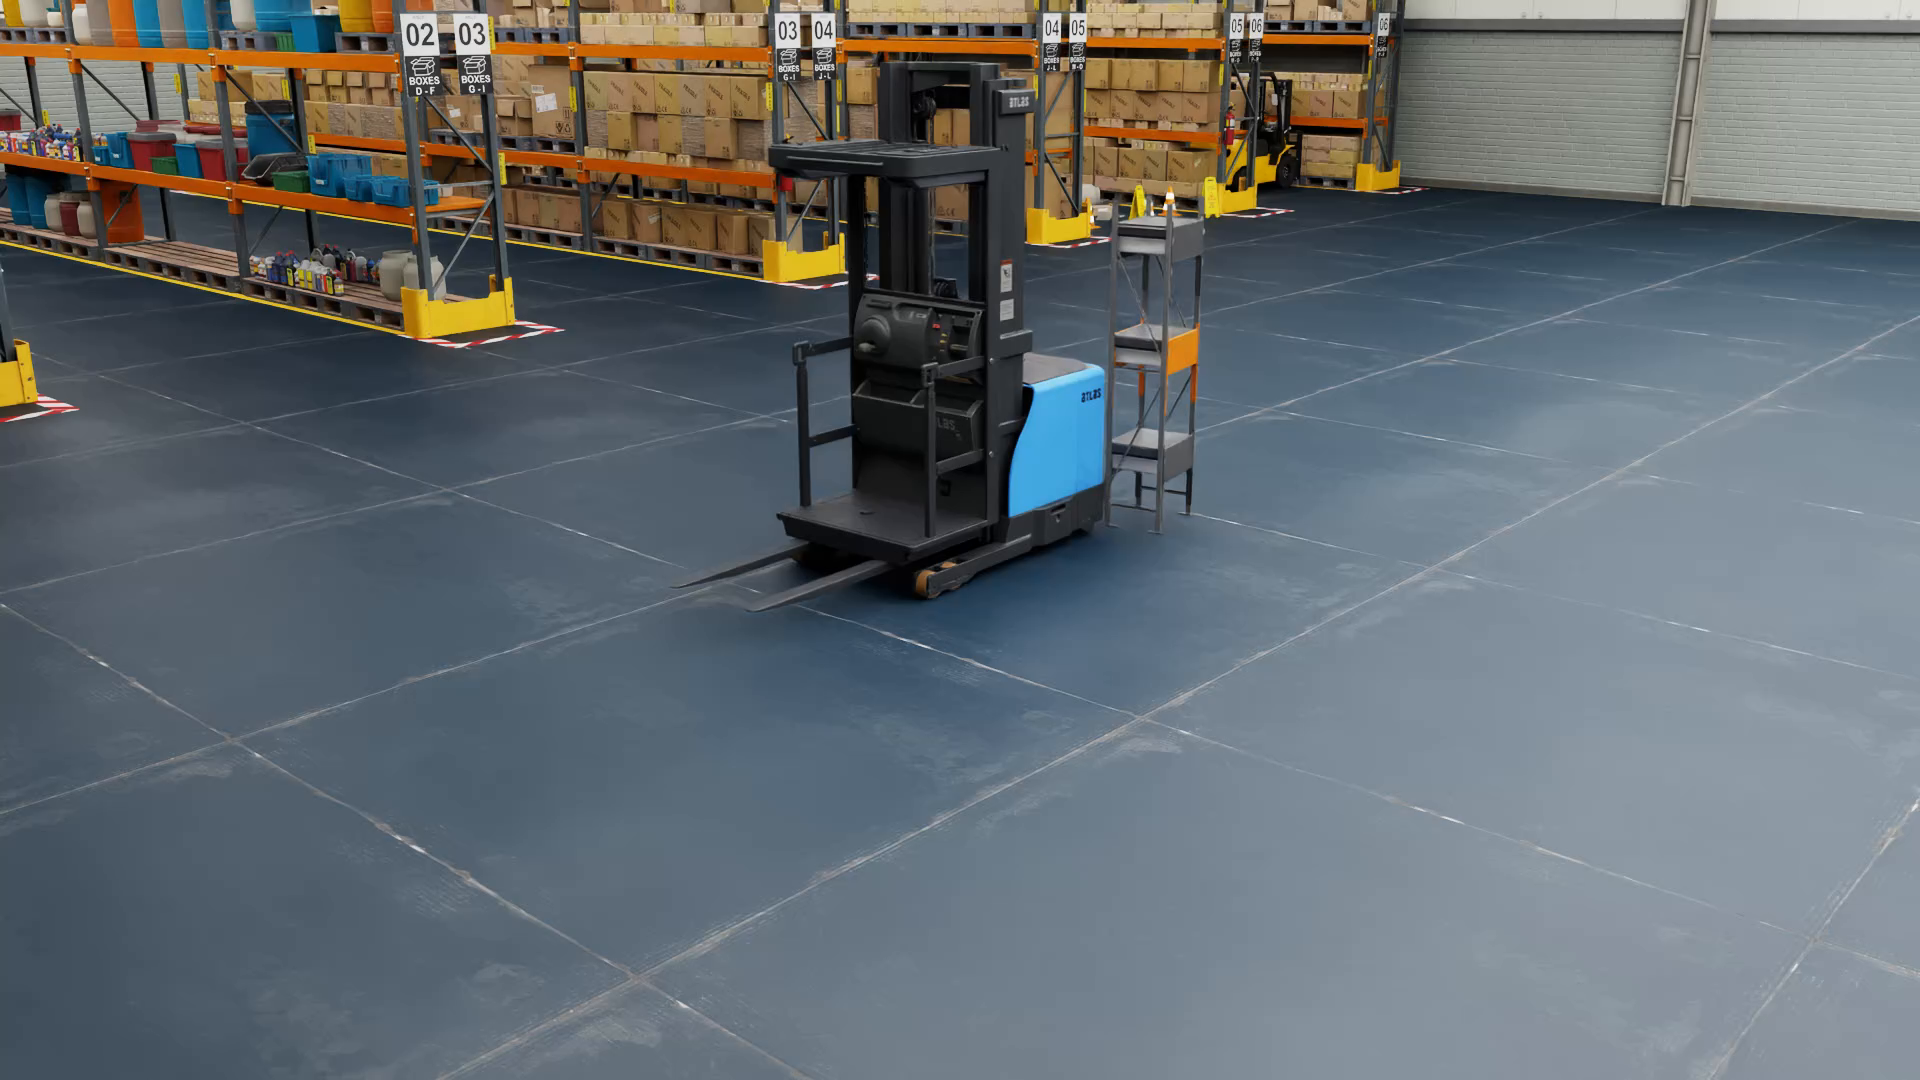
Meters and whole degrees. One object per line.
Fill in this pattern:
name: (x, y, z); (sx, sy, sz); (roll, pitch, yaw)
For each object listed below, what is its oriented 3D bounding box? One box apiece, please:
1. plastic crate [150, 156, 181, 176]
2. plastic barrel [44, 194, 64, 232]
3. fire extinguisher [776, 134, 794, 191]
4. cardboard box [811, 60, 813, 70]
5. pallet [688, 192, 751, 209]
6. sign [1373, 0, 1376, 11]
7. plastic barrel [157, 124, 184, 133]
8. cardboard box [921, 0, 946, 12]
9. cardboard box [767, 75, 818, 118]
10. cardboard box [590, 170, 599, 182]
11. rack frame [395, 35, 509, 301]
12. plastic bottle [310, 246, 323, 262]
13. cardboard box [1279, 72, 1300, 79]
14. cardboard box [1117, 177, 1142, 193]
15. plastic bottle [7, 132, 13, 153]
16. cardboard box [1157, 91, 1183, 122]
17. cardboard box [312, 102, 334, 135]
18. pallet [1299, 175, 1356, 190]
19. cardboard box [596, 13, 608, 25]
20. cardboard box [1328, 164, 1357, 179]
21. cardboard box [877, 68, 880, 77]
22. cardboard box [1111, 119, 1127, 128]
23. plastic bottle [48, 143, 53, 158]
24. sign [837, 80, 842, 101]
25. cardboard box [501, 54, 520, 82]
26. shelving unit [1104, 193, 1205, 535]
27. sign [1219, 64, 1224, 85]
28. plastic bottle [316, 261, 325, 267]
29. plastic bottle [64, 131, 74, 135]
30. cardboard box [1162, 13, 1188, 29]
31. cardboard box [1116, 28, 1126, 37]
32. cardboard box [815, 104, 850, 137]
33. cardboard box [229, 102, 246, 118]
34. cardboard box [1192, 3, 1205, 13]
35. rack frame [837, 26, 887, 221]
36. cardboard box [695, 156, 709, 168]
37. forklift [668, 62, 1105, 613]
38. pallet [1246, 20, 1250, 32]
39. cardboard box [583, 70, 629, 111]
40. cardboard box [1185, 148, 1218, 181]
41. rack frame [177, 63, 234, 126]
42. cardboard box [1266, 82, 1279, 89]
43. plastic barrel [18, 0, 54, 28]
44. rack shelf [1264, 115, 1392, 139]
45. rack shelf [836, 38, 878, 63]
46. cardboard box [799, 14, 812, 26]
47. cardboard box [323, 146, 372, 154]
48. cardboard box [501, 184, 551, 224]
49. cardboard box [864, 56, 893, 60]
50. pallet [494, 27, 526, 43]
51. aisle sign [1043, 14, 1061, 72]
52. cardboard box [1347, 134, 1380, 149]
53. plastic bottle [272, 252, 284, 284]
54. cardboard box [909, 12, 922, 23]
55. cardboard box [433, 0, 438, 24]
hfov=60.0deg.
plastic crate: (-9.690, -4.650, 20.655); (0.662, 0.188, 0.450); (15, 23, 39)
plastic barrel: (-12.896, -4.697, 23.871); (0.421, 0.512, 0.421); (0, 18, 0)
fire extinguisher: (-2.141, -4.618, 20.334); (0.183, 0.674, 0.296); (15, 23, 39)
cardboard box: (-2.643, -9.402, 33.461); (0.500, 0.500, 0.500); (15, 23, 39)
pallet: (-3.997, -5.986, 29.125); (1.213, 0.211, 1.003); (15, 23, 39)
sign: (7.578, -9.843, 30.375); (0.005, 0.325, 0.100); (15, 23, 39)
plastic barrel: (-10.281, -5.163, 21.738); (0.421, 0.512, 0.421); (0, 18, 0)
cardboard box: (-0.230, -7.970, 24.705); (0.500, 0.250, 0.500); (15, 23, 40)
cardboard box: (-2.151, -5.621, 21.054); (0.500, 0.500, 0.500); (15, 23, 39)
cardboard box: (-6.755, -6.988, 31.111); (0.500, 0.500, 0.500); (16, 24, 42)
rack frame: (-5.208, -3.662, 17.192); (0.127, 3.000, 1.000); (15, 23, 39)
plastic bottle: (-7.623, -3.316, 19.752); (0.185, 0.351, 0.144); (15, 23, 39)
cardboard box: (6.390, -8.978, 32.213); (0.250, 0.149, 0.380); (15, 23, 40)
cardboard box: (3.097, -6.225, 29.120); (0.500, 0.250, 0.500); (14, 22, 37)
plastic bottle: (-13.528, -5.667, 23.703); (0.133, 0.283, 0.061); (15, 23, 39)
cardboard box: (3.697, -7.362, 28.195); (0.500, 0.500, 0.500); (15, 23, 39)
cardboard box: (-10.341, -6.990, 27.513); (0.500, 0.500, 0.500); (15, 23, 39)
pallet: (7.349, -6.964, 32.204); (1.213, 0.211, 1.003); (15, 23, 39)
cardboard box: (-4.630, -6.961, 22.217); (0.250, 0.149, 0.380); (14, 22, 37)
cardboard box: (7.388, -7.061, 31.753); (0.500, 0.250, 0.500); (15, 23, 40)
cardboard box: (-0.803, -7.108, 26.016); (0.550, 0.550, 0.875); (15, 23, 39)
cardboard box: (2.846, -7.269, 28.973); (0.250, 0.149, 0.380); (15, 23, 39)
plastic bottle: (-12.461, -5.349, 22.837); (0.097, 0.201, 0.097); (0, 18, 0)
sign: (-1.898, -7.077, 26.169); (0.005, 0.325, 0.100); (15, 23, 39)
cardboard box: (-8.450, -9.096, 32.003); (0.500, 0.500, 0.500); (14, 22, 38)
shelving unit: (1.246, -1.132, 10.707); (0.431, 2.100, 0.503); (10, 20, 29)
sign: (4.274, -7.606, 27.182); (0.005, 0.325, 0.100); (15, 23, 39)
plastic bottle: (-7.333, -3.036, 18.995); (0.135, 0.276, 0.152); (15, 23, 39)
plastic bottle: (-12.923, -5.805, 24.148); (0.135, 0.276, 0.152); (15, 23, 39)
cardboard box: (3.729, -8.671, 27.772); (0.500, 0.250, 0.500); (15, 23, 39)
cardboard box: (2.890, -8.709, 28.553); (0.250, 0.149, 0.380); (15, 23, 40)
cardboard box: (-2.113, -6.780, 26.850); (0.500, 0.500, 0.500); (15, 23, 39)
cardboard box: (-12.548, -7.600, 29.356); (0.500, 0.250, 0.500); (14, 23, 38)
cardboard box: (4.041, -8.776, 27.445); (0.250, 0.149, 0.380); (16, 23, 40)
rack frame: (-1.545, -6.688, 26.725); (0.127, 3.000, 1.000); (15, 23, 39)
cardboard box: (-3.217, -4.921, 21.573); (0.250, 0.149, 0.380); (15, 23, 39)
forklift: (-0.385, -1.227, 9.634); (1.130, 2.935, 3.031); (14, 22, 37)
pallet: (5.612, -10.174, 32.898); (1.213, 0.211, 1.003); (15, 23, 39)
cardboard box: (-4.745, -6.104, 22.576); (0.500, 0.500, 0.500); (15, 23, 39)
cardboard box: (4.219, -6.501, 28.749); (0.500, 0.500, 0.500); (14, 22, 37)
rack frame: (-13.888, -7.995, 30.845); (0.127, 3.000, 1.000); (15, 23, 39)
cardboard box: (6.164, -8.870, 32.364); (0.250, 0.149, 0.380); (14, 23, 38)
plastic barrel: (-12.618, -7.285, 22.730); (0.433, 0.535, 0.433); (0, 18, 0)
rack shelf: (6.453, -8.207, 32.703); (4.000, 0.370, 1.077); (15, 23, 39)
rack shelf: (-3.041, -8.176, 27.646); (4.000, 0.370, 1.077); (15, 23, 39)
cardboard box: (-1.973, -6.438, 20.570); (0.250, 0.149, 0.380); (15, 23, 39)
cardboard box: (-9.735, -6.076, 27.617); (0.875, 0.875, 1.225); (14, 22, 37)
cardboard box: (-6.538, -5.056, 24.990); (0.700, 0.500, 0.500); (-16, 24, -41)
cardboard box: (-1.964, -11.345, 39.917); (0.500, 0.500, 0.500); (14, 23, 38)
pallet: (-6.081, -7.282, 23.949); (1.003, 0.211, 1.213); (15, 23, 39)
aisle sign: (1.301, -7.041, 23.543); (0.004, 0.787, 0.394); (15, 23, 39)
cardboard box: (7.715, -7.654, 31.969); (0.500, 0.250, 0.500); (15, 23, 38)
plastic bottle: (-7.872, -3.156, 19.250); (0.185, 0.351, 0.144); (16, 24, 41)
cardboard box: (-0.544, -7.840, 24.954); (0.250, 0.149, 0.380); (15, 23, 39)
cardboard box: (-7.724, -7.952, 24.759); (0.500, 0.500, 0.500); (15, 23, 40)
